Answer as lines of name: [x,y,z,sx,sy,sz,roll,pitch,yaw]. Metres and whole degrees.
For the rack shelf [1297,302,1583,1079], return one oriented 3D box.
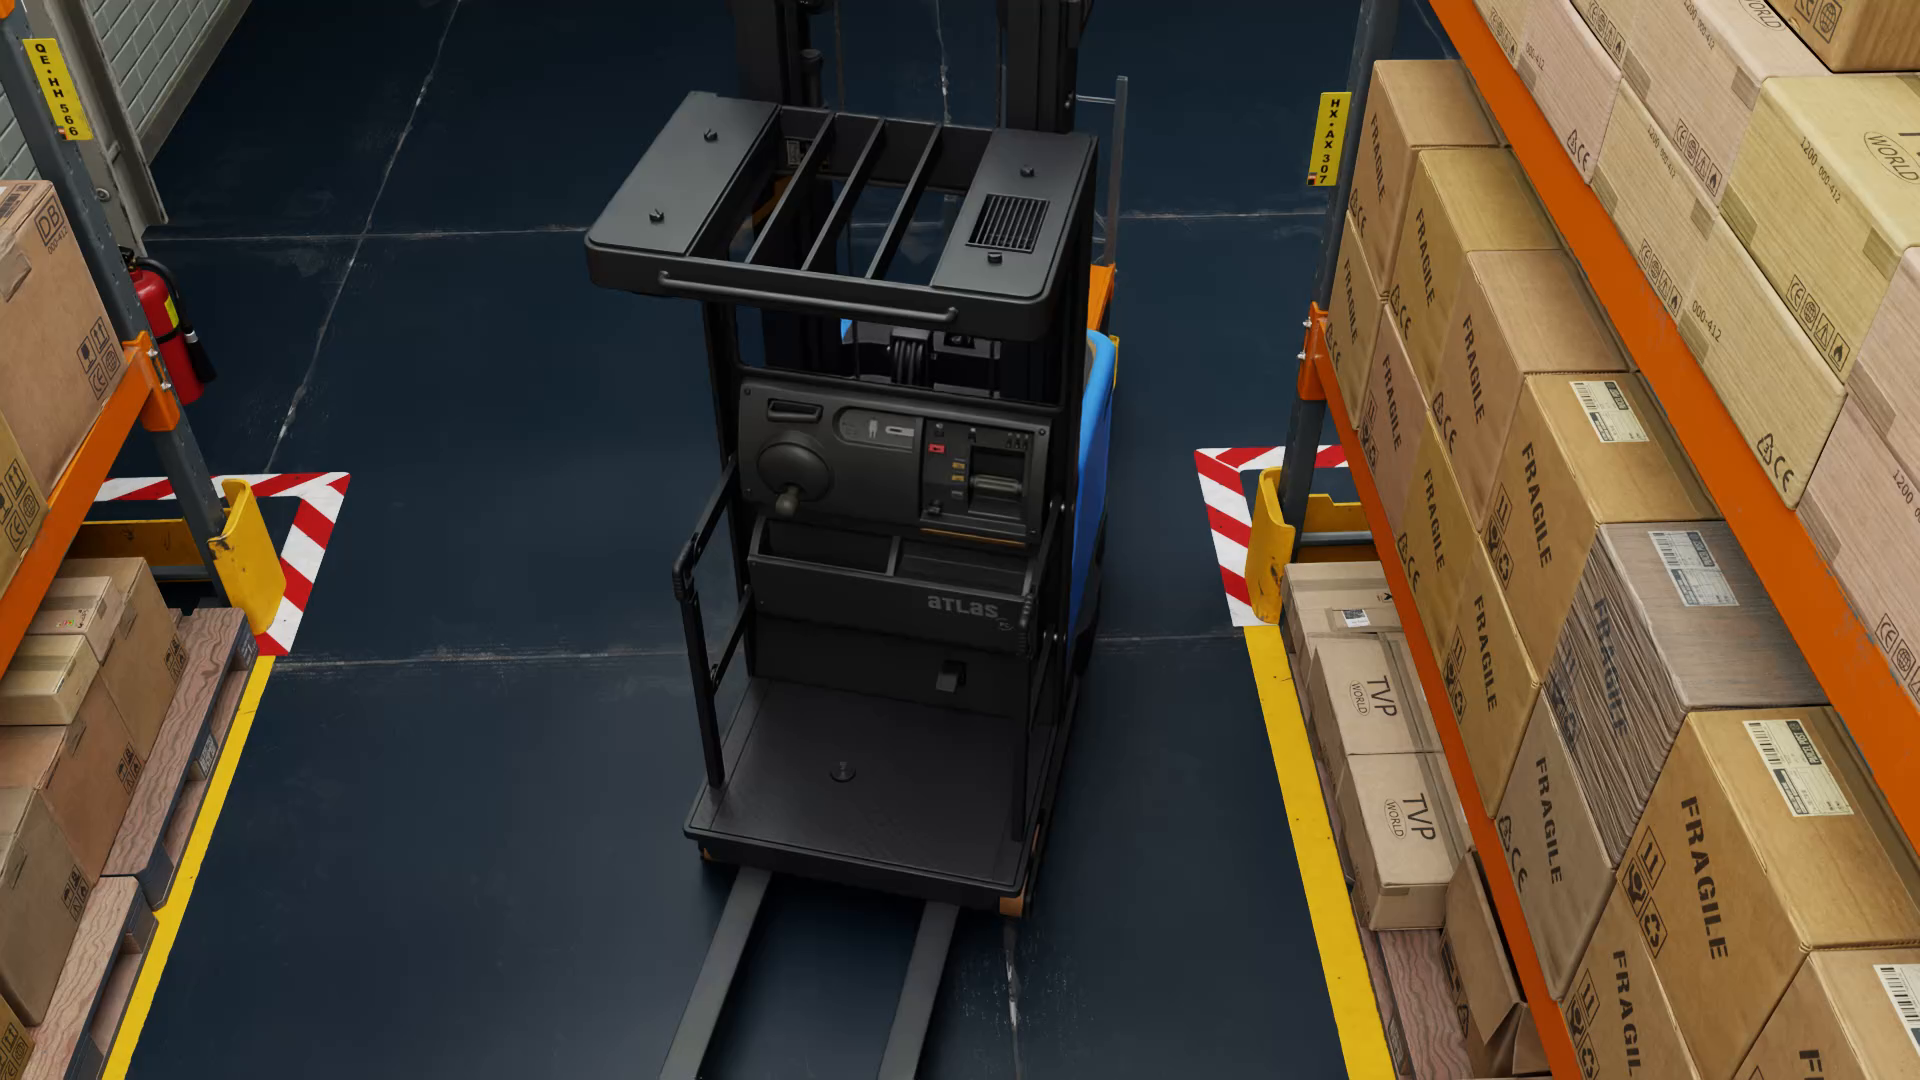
rack shelf: [1.800,0.650,4.353,1.077,0.370,4.000,-2,43,-2]

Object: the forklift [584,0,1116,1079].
forklift: [-0.245,-0.139,4.733,1.130,2.935,3.031,9,43,9]

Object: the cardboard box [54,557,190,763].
cardboard box: [-3.105,0.416,5.616,0.700,0.500,0.500,-2,43,-2]

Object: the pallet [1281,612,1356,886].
pallet: [1.753,0.652,5.882,1.003,0.211,1.213,-2,43,-2]

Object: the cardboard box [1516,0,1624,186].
cardboard box: [1.514,-0.986,3.497,0.500,0.250,0.500,-2,43,-2]

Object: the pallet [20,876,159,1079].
pallet: [-3.073,1.567,4.885,1.003,0.211,1.213,-2,43,-2]

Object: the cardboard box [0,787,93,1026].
cardboard box: [-3.061,1.093,4.877,0.700,0.500,0.500,-3,43,-3]

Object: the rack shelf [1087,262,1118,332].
rack shelf: [0.302,-0.818,6.799,0.538,0.185,1.000,9,43,9]

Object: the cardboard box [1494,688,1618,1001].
cardboard box: [1.560,0.674,3.721,0.500,0.500,0.500,-1,43,-1]

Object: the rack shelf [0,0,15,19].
rack shelf: [-3.149,-0.311,3.182,1.077,0.370,4.000,-2,43,-2]

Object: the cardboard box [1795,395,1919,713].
cardboard box: [1.588,0.026,2.393,0.500,0.250,0.500,-2,43,-2]

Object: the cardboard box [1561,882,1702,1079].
cardboard box: [1.584,1.020,3.343,0.500,0.500,0.500,-1,43,-1]

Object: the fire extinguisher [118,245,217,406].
fire extinguisher: [-2.780,-0.770,5.703,0.296,0.674,0.183,-2,43,-2]

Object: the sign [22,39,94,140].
sign: [-2.692,-1.341,4.961,0.100,0.325,0.005,-2,43,-2]

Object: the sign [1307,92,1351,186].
sign: [1.173,-1.269,5.273,0.100,0.325,0.005,-2,43,-2]

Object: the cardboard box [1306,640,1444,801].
cardboard box: [1.476,0.599,5.586,0.500,0.250,0.500,-2,43,-2]

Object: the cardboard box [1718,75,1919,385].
cardboard box: [1.556,-0.495,2.592,0.500,0.250,0.500,-2,43,-2]

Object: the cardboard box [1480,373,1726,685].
cardboard box: [1.539,-0.030,3.749,0.500,0.500,0.500,-2,43,-2]

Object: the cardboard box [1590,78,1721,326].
cardboard box: [1.541,-0.649,3.129,0.500,0.250,0.500,-2,43,-2]

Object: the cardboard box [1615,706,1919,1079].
cardboard box: [1.580,0.650,3.007,0.500,0.500,0.500,-2,43,-3]

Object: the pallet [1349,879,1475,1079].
pallet: [1.802,1.474,4.986,1.003,0.211,1.213,-2,43,-2]

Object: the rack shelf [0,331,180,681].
rack shelf: [-3.149,0.795,4.195,1.077,0.370,4.000,-2,43,-2]

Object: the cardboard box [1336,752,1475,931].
cardboard box: [1.497,0.937,5.218,0.500,0.250,0.500,-2,43,-2]

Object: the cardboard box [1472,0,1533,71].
cardboard box: [1.491,-1.324,3.865,0.500,0.250,0.500,-2,43,-2]

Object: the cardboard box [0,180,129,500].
cardboard box: [-3.203,-0.587,4.949,0.980,0.700,0.700,0,43,0]

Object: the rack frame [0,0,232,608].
rack frame: [-3.234,-0.820,5.425,1.000,3.000,0.127,-2,43,-2]

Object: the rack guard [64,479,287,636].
rack guard: [-3.235,0.085,6.288,1.175,0.500,0.348,-2,43,-2]

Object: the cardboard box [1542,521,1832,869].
cardboard box: [1.559,0.310,3.378,0.500,0.500,0.500,-1,43,-1]

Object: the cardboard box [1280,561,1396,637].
cardboard box: [1.389,0.216,6.079,0.380,0.149,0.250,-2,43,-2]

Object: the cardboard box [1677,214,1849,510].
cardboard box: [1.558,-0.311,2.761,0.500,0.250,0.500,-2,43,-2]

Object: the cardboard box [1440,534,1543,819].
cardboard box: [1.535,0.330,4.096,0.500,0.500,0.500,-1,43,-1]

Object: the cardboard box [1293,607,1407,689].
cardboard box: [1.400,0.378,5.888,0.380,0.166,0.250,-2,43,-2]

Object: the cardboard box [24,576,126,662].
cardboard box: [-2.917,0.258,5.307,0.380,0.149,0.250,-2,43,-2]

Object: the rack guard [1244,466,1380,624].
rack guard: [1.718,0.008,6.372,1.175,0.500,0.348,-2,43,-2]

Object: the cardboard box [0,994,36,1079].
cardboard box: [-3.031,1.453,4.484,0.700,0.500,0.500,-1,43,-1]

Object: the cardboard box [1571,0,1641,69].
cardboard box: [1.518,-1.171,3.328,0.500,0.250,0.500,-2,43,-2]

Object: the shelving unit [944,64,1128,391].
shelving unit: [0.304,-0.957,6.684,0.587,1.500,1.083,9,43,9]

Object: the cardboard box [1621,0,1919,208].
cardboard box: [1.535,-0.833,2.960,0.500,0.250,0.500,-2,43,-2]

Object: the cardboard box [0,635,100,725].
cardboard box: [-2.906,0.431,5.119,0.380,0.149,0.250,-1,43,-1]

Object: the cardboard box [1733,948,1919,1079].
cardboard box: [1.605,0.996,2.630,0.500,0.500,0.500,-1,43,-2]

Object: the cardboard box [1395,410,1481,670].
cardboard box: [1.516,-0.008,4.465,0.500,0.500,0.500,-2,43,-2]

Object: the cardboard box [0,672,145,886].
cardboard box: [-3.083,0.754,5.247,0.700,0.500,0.500,-2,43,-2]

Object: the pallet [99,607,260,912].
pallet: [-3.122,0.745,5.781,1.003,0.211,1.213,-2,43,-2]

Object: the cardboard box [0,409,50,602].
cardboard box: [-3.161,-0.096,4.413,0.980,0.700,0.700,-2,43,-2]

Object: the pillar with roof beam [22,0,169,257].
pillar with roof beam: [0.088,-4.953,5.494,9.100,9.000,0.400,-2,43,-2]

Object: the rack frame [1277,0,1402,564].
rack frame: [1.715,-0.965,5.583,1.000,3.000,0.127,-2,43,-2]

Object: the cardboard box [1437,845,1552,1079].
cardboard box: [1.800,1.225,4.715,0.797,0.503,0.637,-2,43,-2]

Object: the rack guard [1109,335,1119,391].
rack guard: [0.411,-0.825,7.465,0.587,0.250,0.087,9,43,9]

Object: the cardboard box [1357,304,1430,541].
cardboard box: [1.497,-0.347,4.834,0.500,0.500,0.500,-2,43,-2]

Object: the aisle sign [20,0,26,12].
aisle sign: [-2.938,-1.836,4.609,0.394,0.787,0.004,-2,43,-2]

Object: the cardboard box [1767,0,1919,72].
cardboard box: [1.746,-1.115,2.713,0.700,0.500,0.500,-2,43,-2]

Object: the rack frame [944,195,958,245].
rack frame: [0.192,-0.616,6.312,0.500,1.500,0.032,9,43,9]

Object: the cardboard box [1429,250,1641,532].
cardboard box: [1.516,-0.373,4.123,0.500,0.500,0.500,-1,43,-1]

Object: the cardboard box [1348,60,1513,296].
cardboard box: [1.470,-1.063,4.876,0.500,0.500,0.500,0,43,0]

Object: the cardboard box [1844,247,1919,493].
cardboard box: [1.575,-0.158,2.223,0.500,0.250,0.500,-2,43,-2]

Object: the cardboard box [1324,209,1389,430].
cardboard box: [1.470,-0.695,5.214,0.500,0.500,0.500,-1,43,-1]

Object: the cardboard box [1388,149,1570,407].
cardboard box: [1.500,-0.711,4.492,0.500,0.500,0.500,-1,43,-1]

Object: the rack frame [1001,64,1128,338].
rack frame: [0.412,-1.286,7.043,0.500,1.500,0.032,9,43,9]

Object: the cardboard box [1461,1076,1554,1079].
cardboard box: [1.545,1.681,4.360,0.500,0.311,0.500,-2,43,-2]
